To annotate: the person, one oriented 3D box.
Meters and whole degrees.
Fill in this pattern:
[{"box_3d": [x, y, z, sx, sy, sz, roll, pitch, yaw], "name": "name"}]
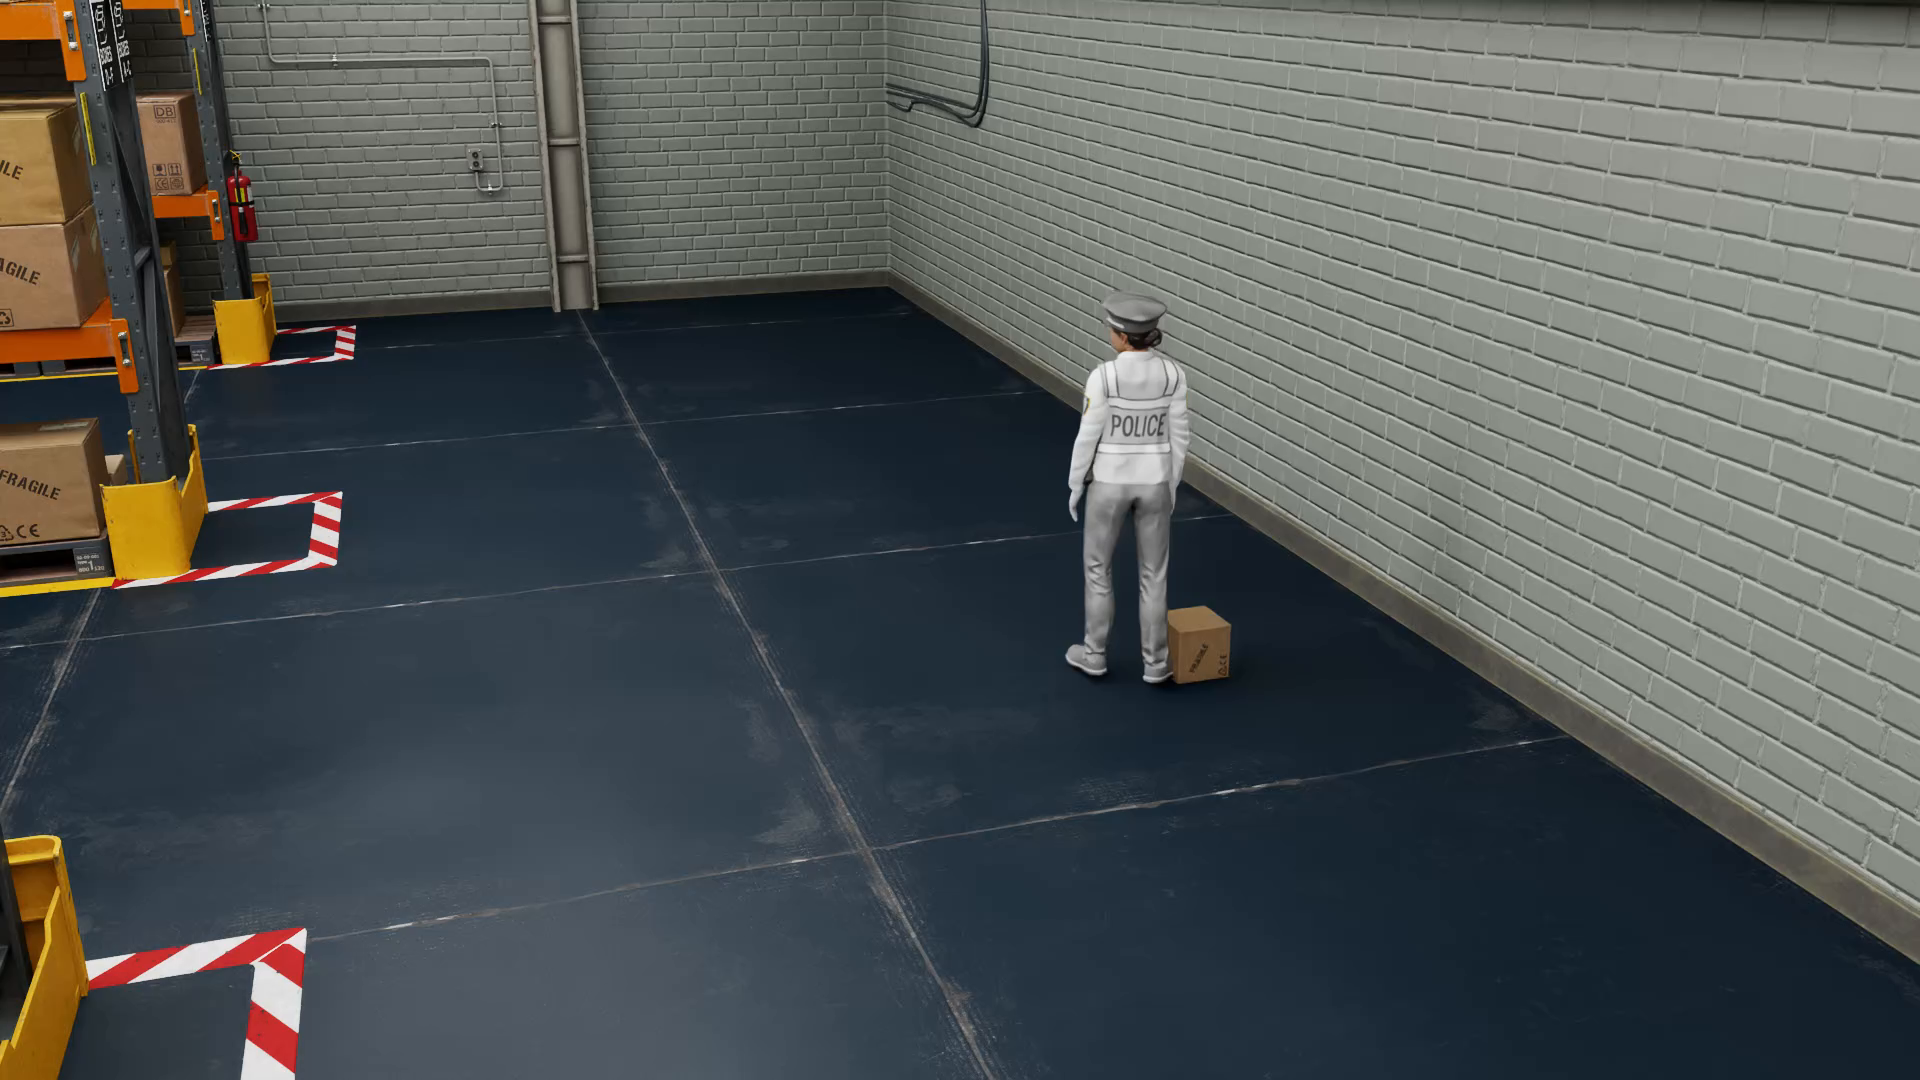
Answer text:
[{"box_3d": [0.720, -0.213, 7.087, 0.512, 1.675, 0.411, -3, 20, -8], "name": "person"}]
